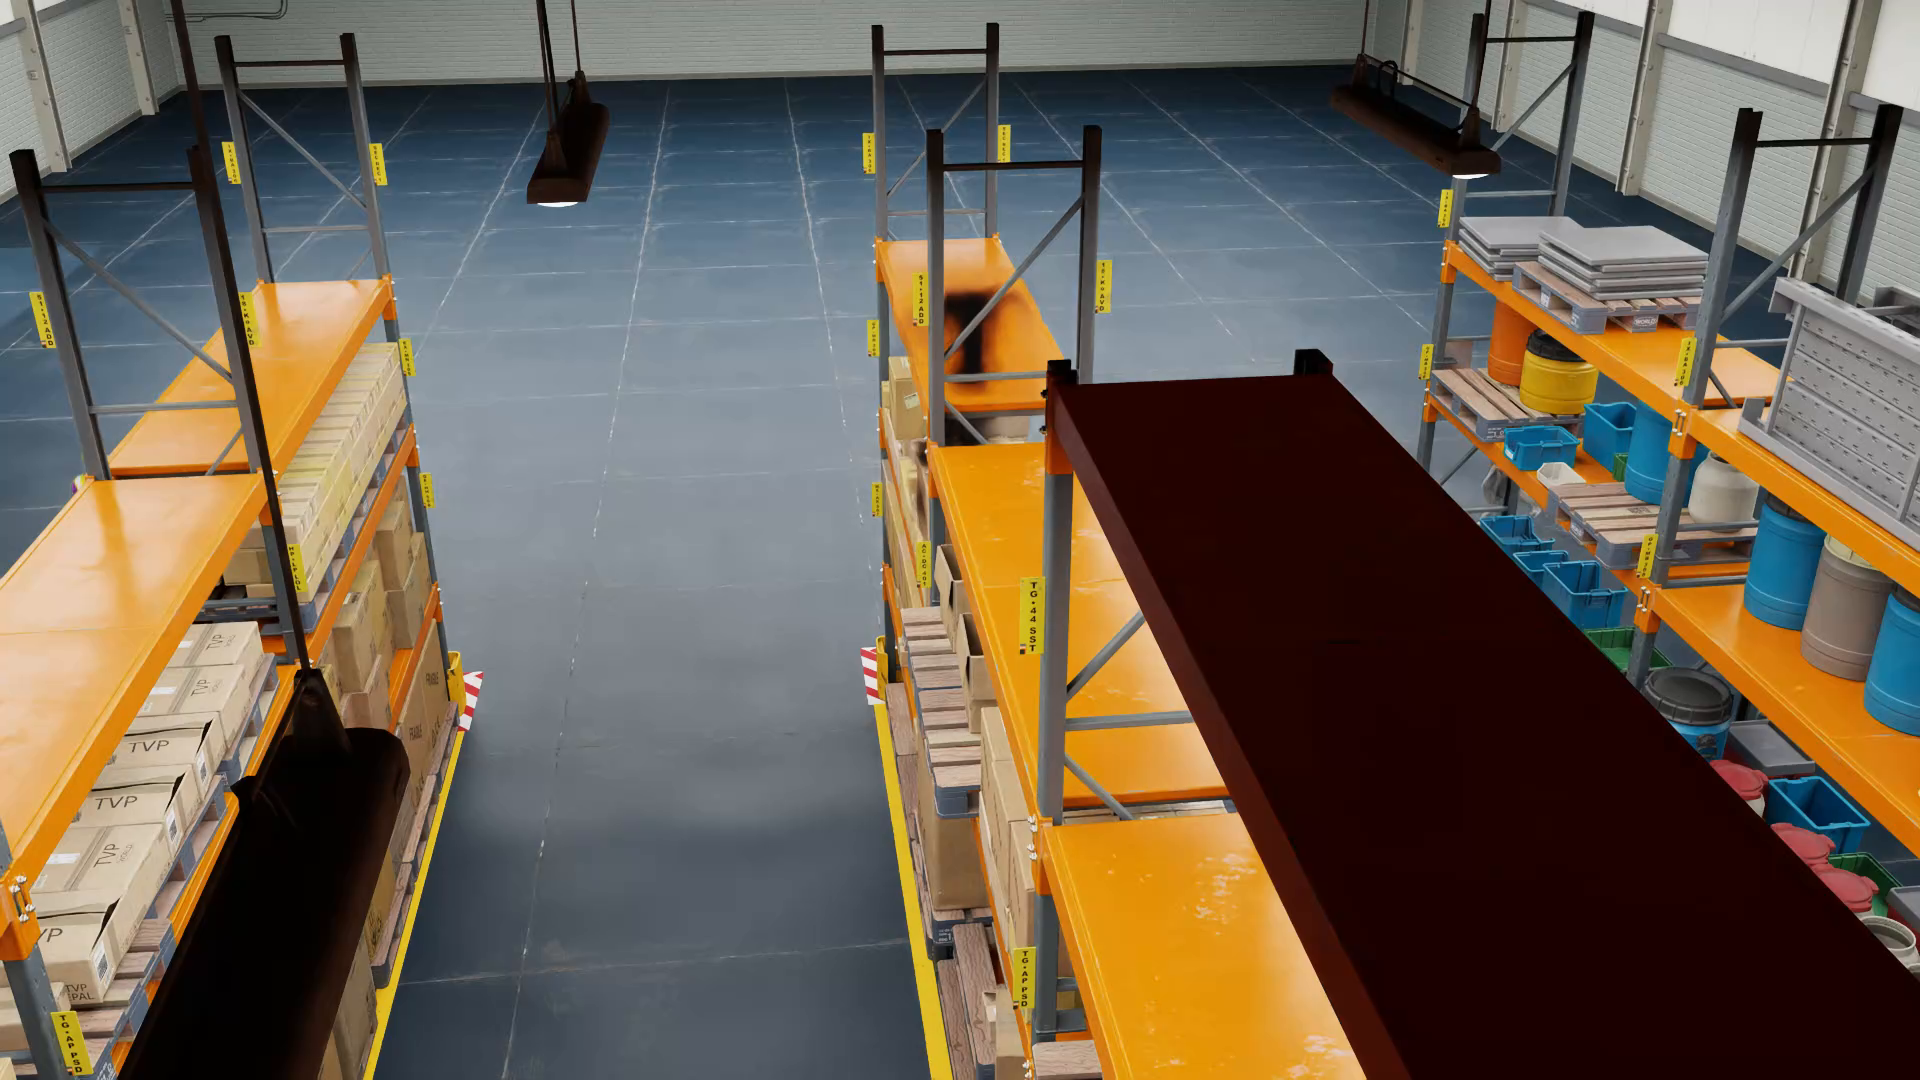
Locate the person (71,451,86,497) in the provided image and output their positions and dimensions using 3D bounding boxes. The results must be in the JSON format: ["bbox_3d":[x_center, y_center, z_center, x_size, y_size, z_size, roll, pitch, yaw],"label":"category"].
[{"bbox_3d":[-8.513,-0.126,16.789,0.834,1.685,0.688,-5,26,-11],"label":"person"}]

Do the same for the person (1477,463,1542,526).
[{"bbox_3d":[6.147,-0.818,18.500,0.826,1.549,0.539,9,27,18],"label":"person"}]
